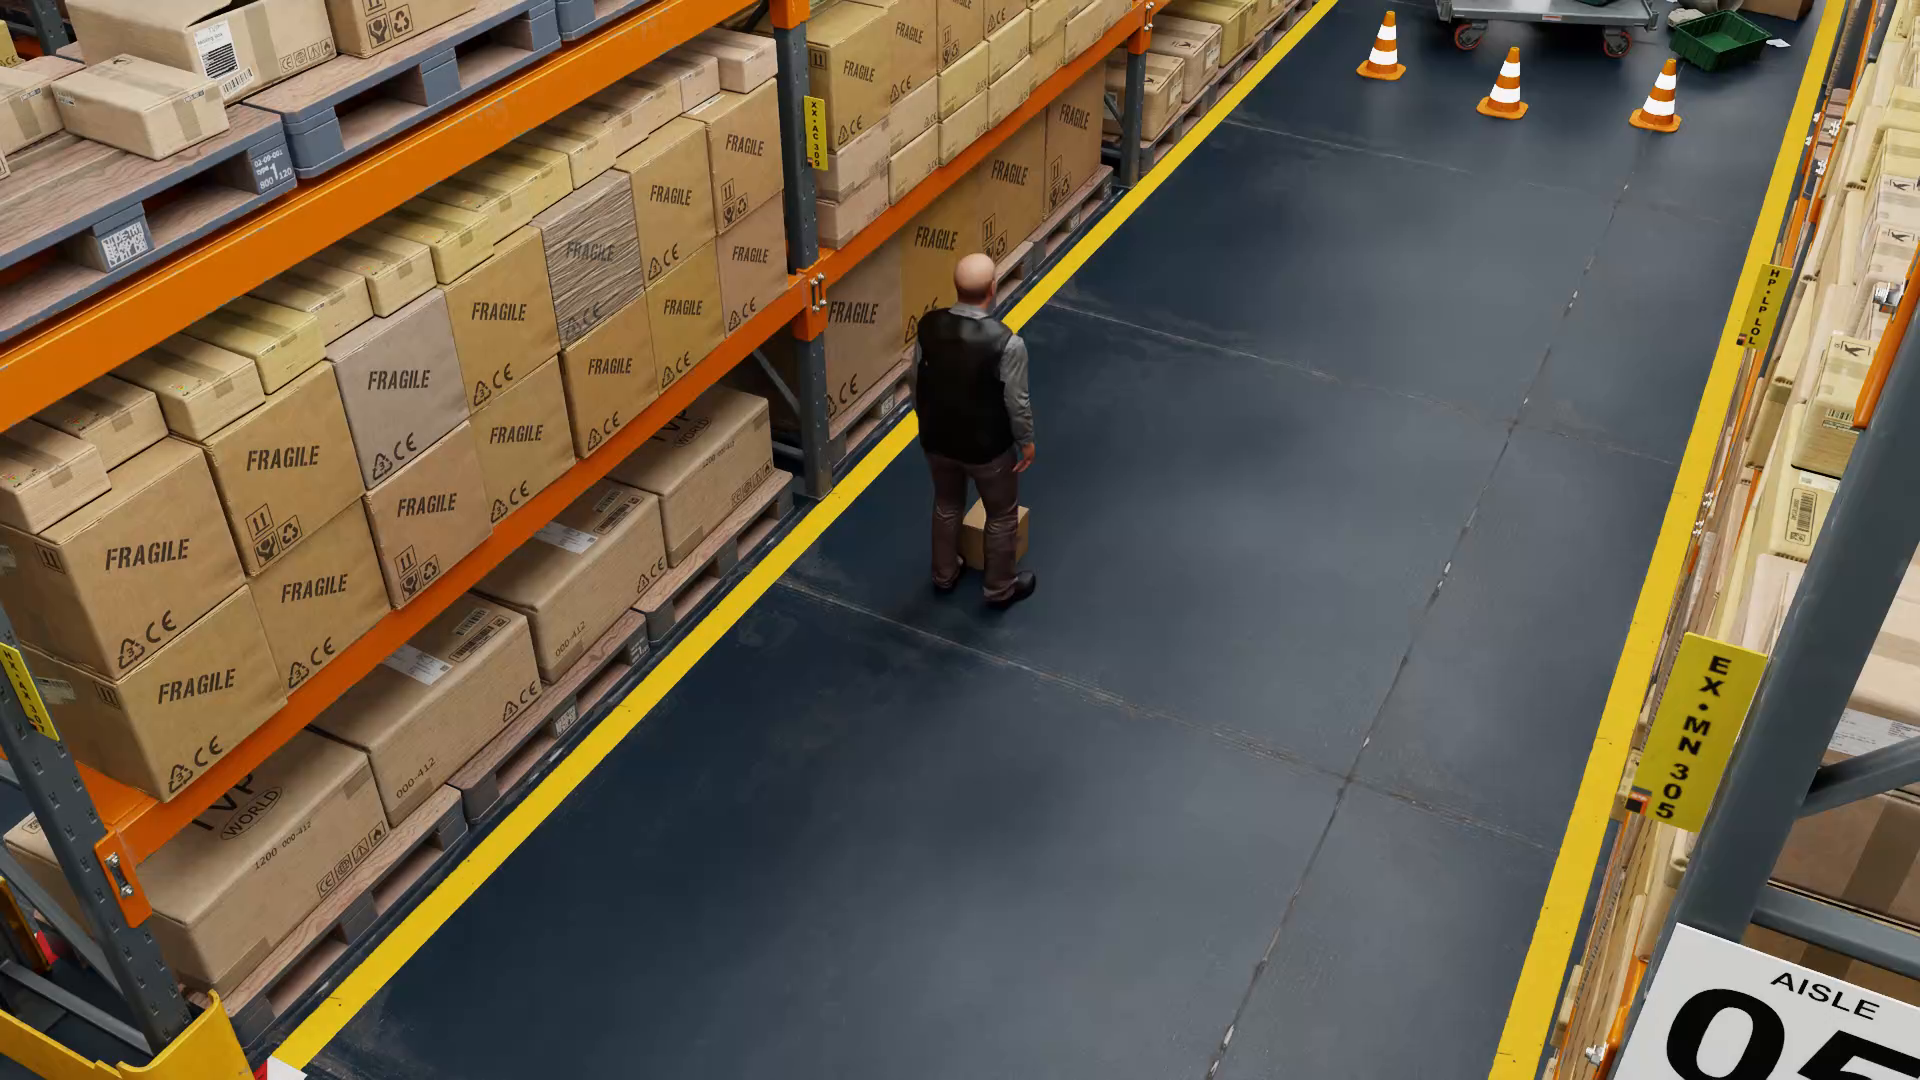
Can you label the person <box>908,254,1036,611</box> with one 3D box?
[{"bbox_3d":[0.055,-0.458,7.361,0.580,1.721,0.368,18,41,21],"label":"person"}]
